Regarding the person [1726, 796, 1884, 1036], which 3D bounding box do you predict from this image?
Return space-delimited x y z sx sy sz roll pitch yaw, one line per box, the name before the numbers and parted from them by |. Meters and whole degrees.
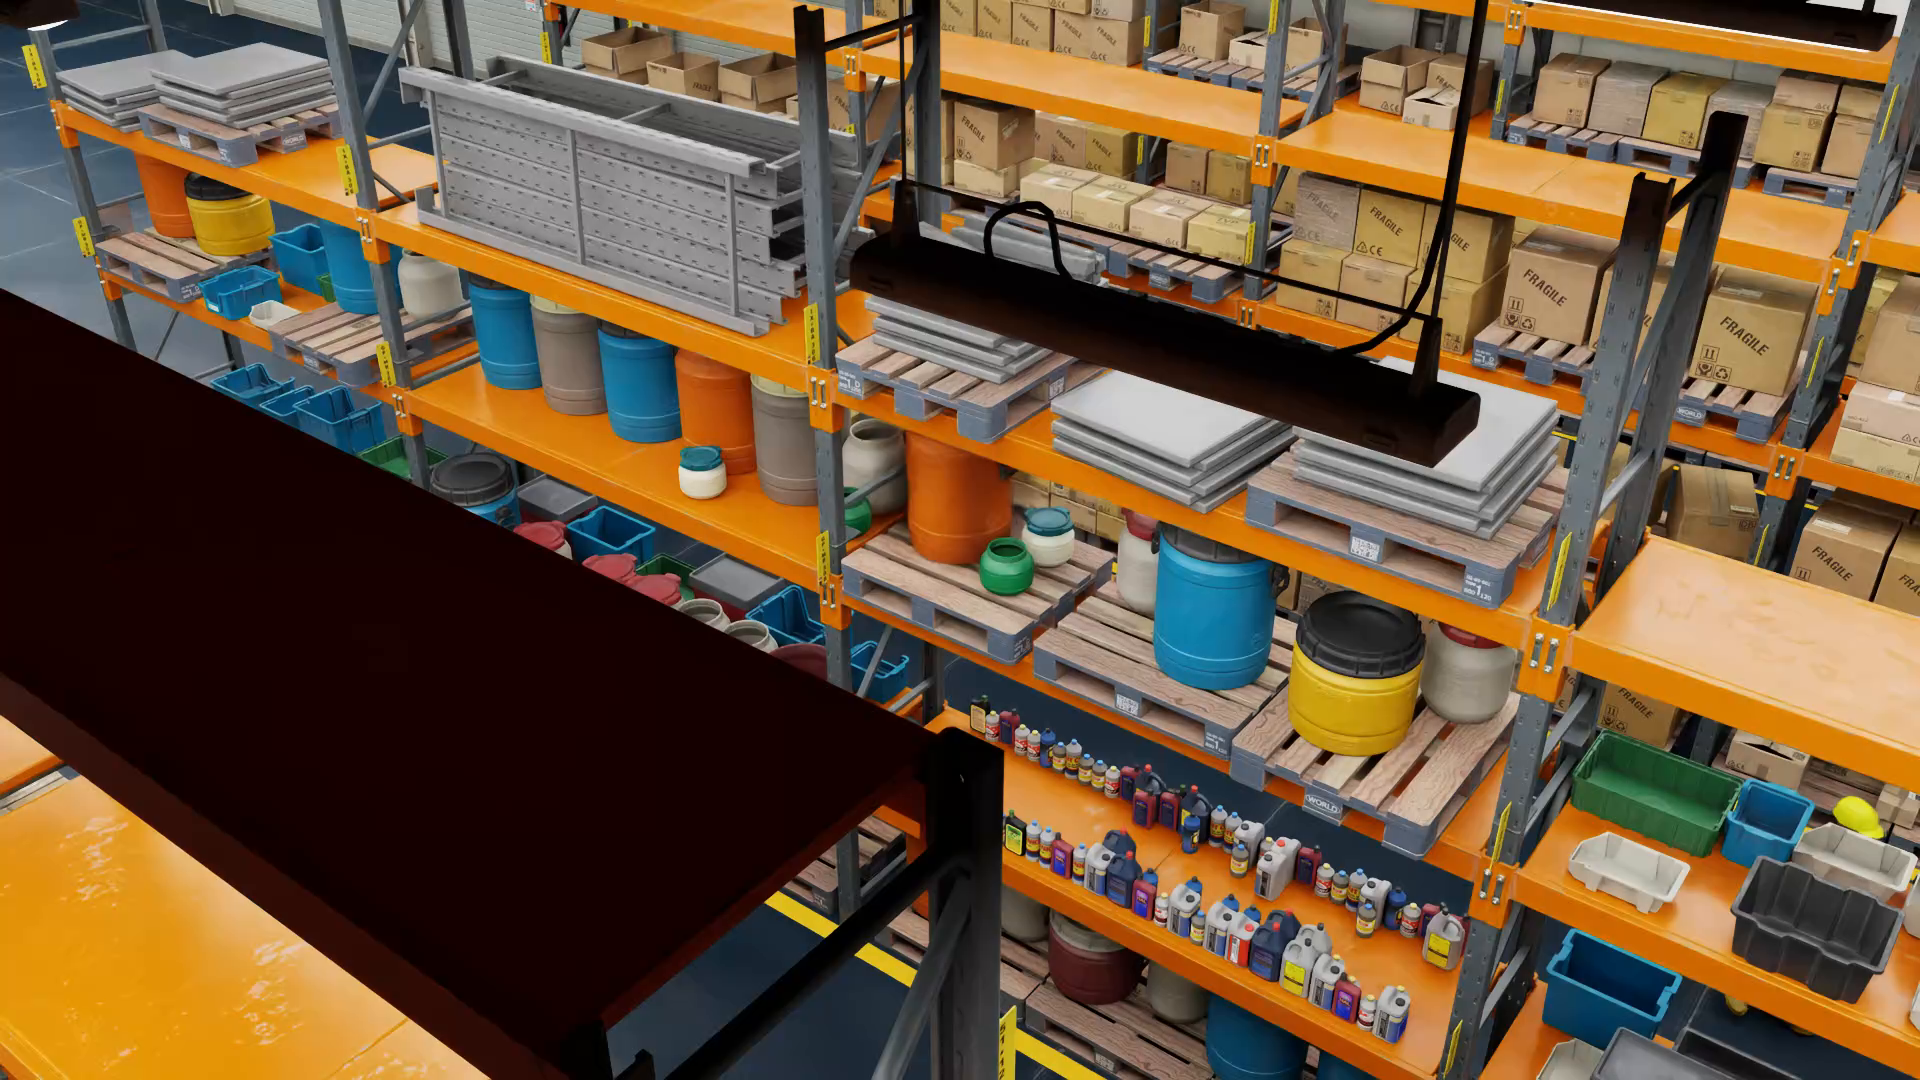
person | 5.078 2.215 9.972 0.607 1.769 0.497 -9 33 -14
